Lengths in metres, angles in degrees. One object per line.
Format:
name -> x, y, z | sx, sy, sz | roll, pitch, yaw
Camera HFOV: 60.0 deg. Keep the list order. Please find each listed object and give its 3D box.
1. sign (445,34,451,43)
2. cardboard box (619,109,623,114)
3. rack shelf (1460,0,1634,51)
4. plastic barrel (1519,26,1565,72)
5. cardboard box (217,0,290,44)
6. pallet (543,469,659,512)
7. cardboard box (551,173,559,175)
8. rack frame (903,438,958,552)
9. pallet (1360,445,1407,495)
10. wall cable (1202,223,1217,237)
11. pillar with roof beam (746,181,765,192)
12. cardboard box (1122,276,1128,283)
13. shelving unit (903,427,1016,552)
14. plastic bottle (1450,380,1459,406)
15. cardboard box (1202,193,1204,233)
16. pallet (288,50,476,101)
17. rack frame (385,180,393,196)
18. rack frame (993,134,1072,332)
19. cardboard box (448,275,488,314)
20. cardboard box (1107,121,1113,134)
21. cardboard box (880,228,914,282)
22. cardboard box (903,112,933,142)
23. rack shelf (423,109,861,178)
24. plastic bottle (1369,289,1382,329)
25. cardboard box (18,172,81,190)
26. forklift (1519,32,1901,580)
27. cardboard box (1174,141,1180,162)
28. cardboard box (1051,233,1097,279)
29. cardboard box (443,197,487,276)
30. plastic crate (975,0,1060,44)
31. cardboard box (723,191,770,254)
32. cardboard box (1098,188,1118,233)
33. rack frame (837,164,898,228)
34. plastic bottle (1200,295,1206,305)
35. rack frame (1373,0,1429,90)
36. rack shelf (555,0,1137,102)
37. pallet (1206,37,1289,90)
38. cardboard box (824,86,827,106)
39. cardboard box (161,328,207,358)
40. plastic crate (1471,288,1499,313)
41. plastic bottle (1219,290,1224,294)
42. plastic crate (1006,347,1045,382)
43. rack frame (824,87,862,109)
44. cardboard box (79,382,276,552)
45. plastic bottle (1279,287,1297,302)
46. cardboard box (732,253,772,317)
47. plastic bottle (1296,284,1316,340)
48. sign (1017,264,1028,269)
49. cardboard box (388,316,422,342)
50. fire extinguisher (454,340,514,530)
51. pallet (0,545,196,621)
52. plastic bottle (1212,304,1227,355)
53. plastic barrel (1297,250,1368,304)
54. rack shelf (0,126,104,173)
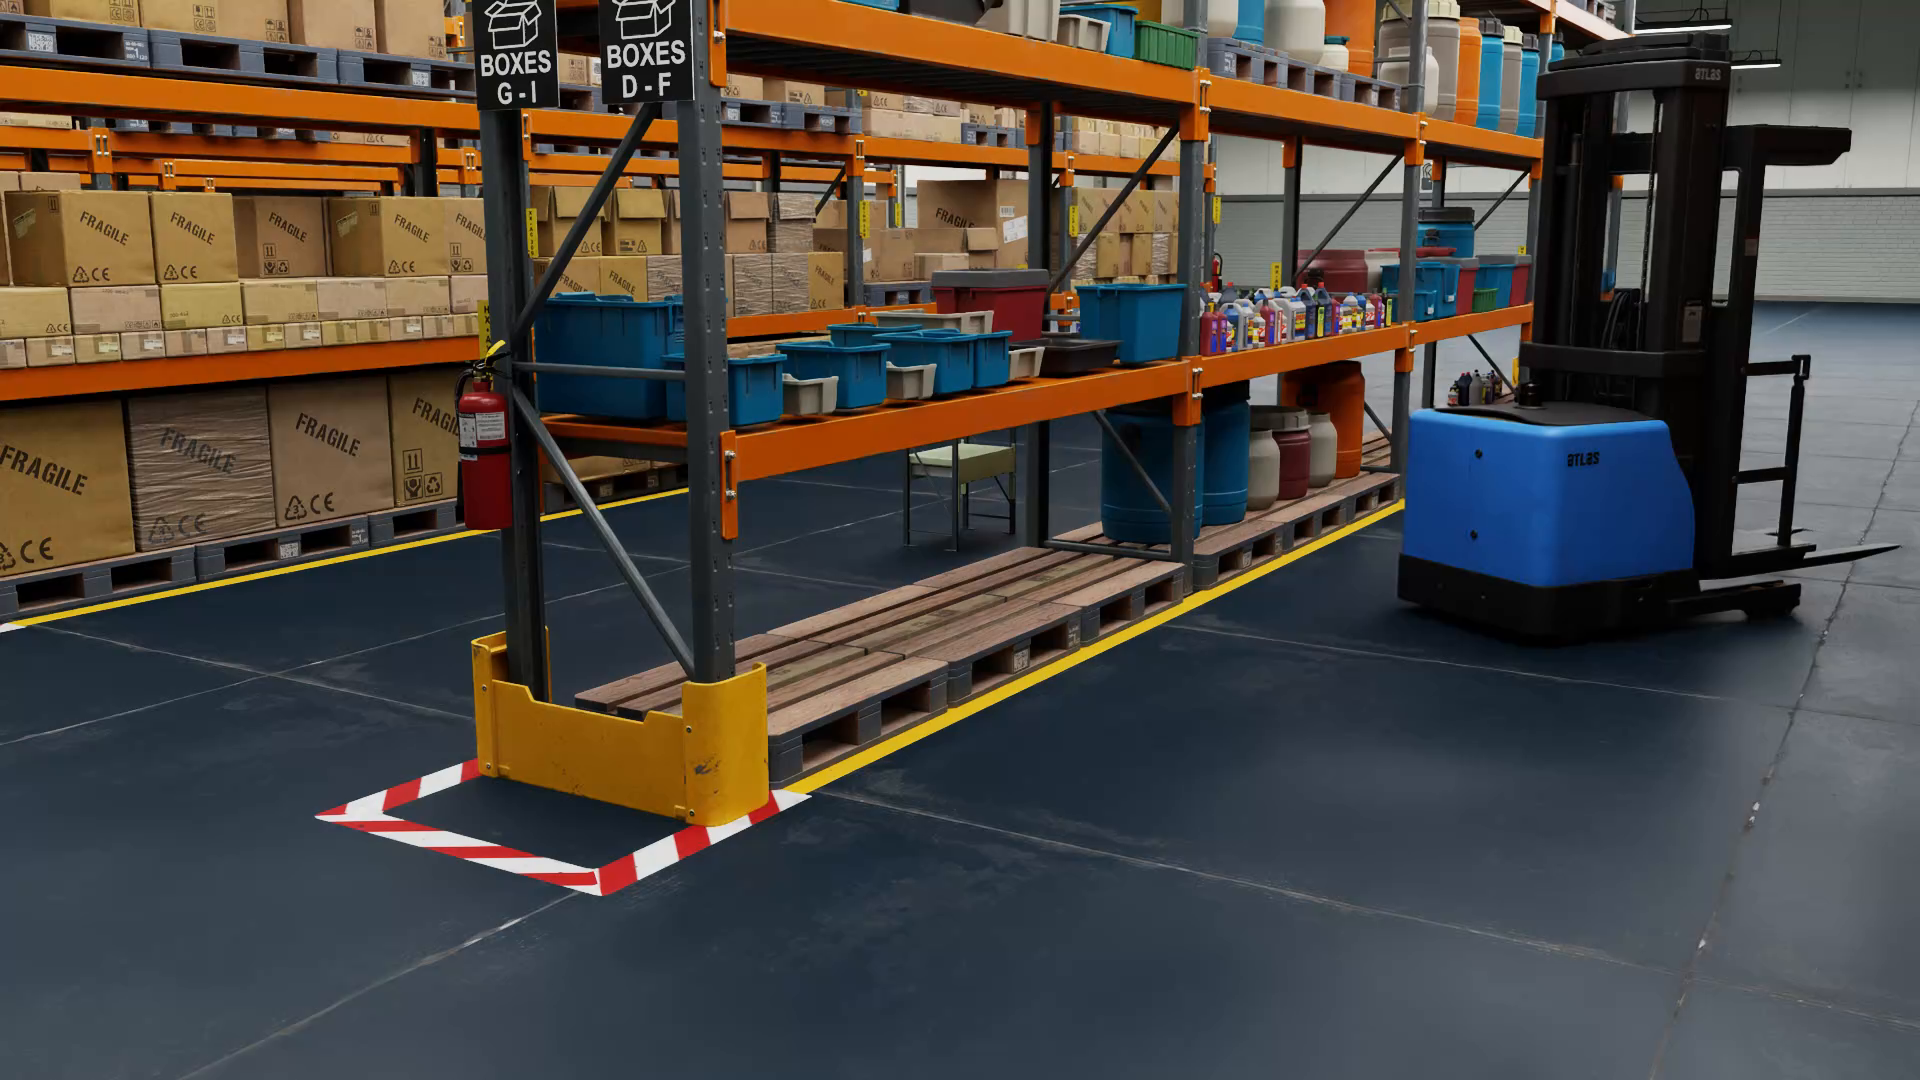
sign -> -4.468, -5.586, 18.905 | 0.831, 0.072, 3.687 | 6, 12, 31
cardboard box -> -4.152, -4.821, 19.146 | 0.500, 0.311, 0.500 | 6, 12, 29
rack shelf -> 6.028, -5.182, 17.134 | 1.077, 0.370, 4.000 | 6, 12, 31
plastic barrel -> 5.598, -4.542, 16.324 | 0.600, 0.901, 0.708 | 6, 12, 31
cardboard box -> -4.427, -3.181, 9.873 | 0.700, 0.500, 0.500 | 7, 13, 33
pallet -> -3.060, -0.442, 12.654 | 1.003, 0.211, 1.213 | 6, 12, 31
cardboard box -> -6.271, -5.587, 25.091 | 0.380, 0.149, 0.250 | 6, 12, 29
rack frame -> -0.187, -0.681, 10.429 | 0.400, 1.500, 0.023 | 6, 12, 31
pallet -> 3.349, -0.587, 13.431 | 1.003, 0.211, 1.213 | 6, 12, 31
wall cable -> 7.223, -11.446, 55.989 | 3.097, 2.526, 0.112 | 6, 12, 31
pillar with roof beam -> -1.103, -9.393, 36.585 | 9.100, 9.000, 0.400 | 6, 12, 31
cardboard box -> 1.754, -3.022, 19.544 | 0.380, 0.149, 0.250 | 6, 12, 31
shelving unit -> 0.003, -0.738, 10.736 | 0.431, 1.500, 0.755 | 6, 12, 31
plastic bottle -> 4.958, -1.457, 16.685 | 0.061, 0.283, 0.133 | 7, 13, 34
cardboard box -> 1.923, -3.668, 20.276 | 1.023, 1.149, 2.860 | 6, 12, 31
pallet -> -3.830, -2.987, 10.760 | 1.003, 0.211, 1.213 | 6, 12, 31
rack frame -> -7.713, -3.889, 23.488 | 1.000, 3.000, 0.127 | 6, 12, 31
rack frame -> 0.757, -2.942, 18.431 | 1.000, 3.000, 0.127 | 6, 12, 31
cardboard box -> -3.401, -1.662, 11.192 | 0.500, 0.250, 0.500 | 6, 12, 30
cardboard box -> 1.519, -4.692, 18.952 | 0.380, 0.149, 0.250 | 7, 13, 32
cardboard box -> -0.869, -2.754, 16.017 | 0.700, 0.500, 0.500 | 9, 14, 39
cardboard box -> -0.591, -3.844, 15.504 | 0.500, 0.250, 0.500 | 7, 13, 32
rack shelf -> -2.358, -3.119, 13.181 | 1.077, 0.370, 4.000 | 6, 12, 31
plastic bottle -> 2.948, -1.641, 11.802 | 0.061, 0.283, 0.133 | 6, 12, 31
cardboard box -> -7.596, -2.760, 13.665 | 0.500, 0.500, 0.500 | 6, 12, 29
forklift -> 3.876, -1.114, 8.857 | 3.031, 2.935, 1.121 | -6, 12, -27
cardboard box -> 2.544, -4.793, 20.573 | 0.500, 0.250, 0.500 | 6, 12, 31
cardboard box -> 1.043, -3.202, 18.741 | 0.875, 0.500, 0.500 | 6, 12, 31
cardboard box -> -3.407, -2.027, 11.105 | 0.500, 0.500, 0.500 | 7, 13, 32
plastic crate -> 0.174, -2.317, 7.262 | 0.437, 0.282, 0.530 | 6, 12, 31
cardboard box -> -2.054, -2.639, 13.817 | 0.797, 0.503, 0.637 | 7, 13, 32
cardboard box -> 1.466, -3.754, 18.971 | 0.500, 0.500, 0.500 | 6, 12, 31
rack frame -> -1.353, -4.061, 24.407 | 1.000, 3.000, 0.127 | 6, 12, 31
plastic bottle -> 1.565, -1.470, 10.921 | 0.097, 0.271, 0.097 | 0, 11, 0
rack frame -> 2.913, -4.788, 11.991 | 1.000, 3.000, 0.127 | 6, 12, 31
rack shelf -> -0.202, -2.113, 7.275 | 0.919, 0.124, 3.809 | 6, 12, 31
pallet -> 1.160, -2.725, 9.632 | 1.213, 0.211, 1.003 | 6, 12, 31
cardboard box -> -1.286, -4.181, 15.268 | 0.500, 0.500, 0.500 | 7, 13, 32
cardboard box -> -4.475, -1.117, 9.367 | 0.380, 0.149, 0.250 | 6, 12, 30
plastic crate -> 4.327, -2.064, 14.316 | 0.450, 0.188, 0.662 | 6, 12, 31
plastic bottle -> 1.773, -1.568, 11.408 | 0.061, 0.283, 0.133 | 6, 12, 31
plastic crate -> 0.189, -0.808, 7.585 | 0.293, 0.136, 0.466 | 6, 12, 31
rack frame -> -1.320, -5.261, 14.518 | 1.000, 3.000, 0.127 | 6, 12, 31
cardboard box -> -4.737, -0.468, 9.850 | 0.875, 0.875, 0.875 | 6, 12, 31
plastic bottle -> 2.412, -1.741, 12.356 | 0.152, 0.276, 0.135 | 6, 12, 31
cardboard box -> -1.895, -2.101, 13.667 | 0.500, 0.500, 0.500 | 6, 12, 29
plastic bottle -> 2.191, -1.460, 10.650 | 0.144, 0.351, 0.185 | 6, 12, 31
sign -> 0.367, -1.399, 9.440 | 0.100, 0.325, 0.005 | 6, 12, 31
cardboard box -> -3.675, -1.360, 10.662 | 0.380, 0.149, 0.250 | 7, 12, 32
fire extinguisher -> -1.707, -0.380, 5.969 | 0.296, 0.674, 0.183 | 6, 12, 31
pallet -> -5.125, 0.183, 9.318 | 1.003, 0.211, 1.213 | 6, 12, 31
plastic bottle -> 1.461, -1.191, 9.396 | 0.061, 0.283, 0.133 | 6, 12, 31
plastic barrel -> 2.895, -2.008, 13.075 | 0.600, 0.536, 0.708 | 6, 12, 31
rack shelf -> -8.621, -2.980, 12.436 | 1.077, 0.370, 4.000 | 6, 12, 31
